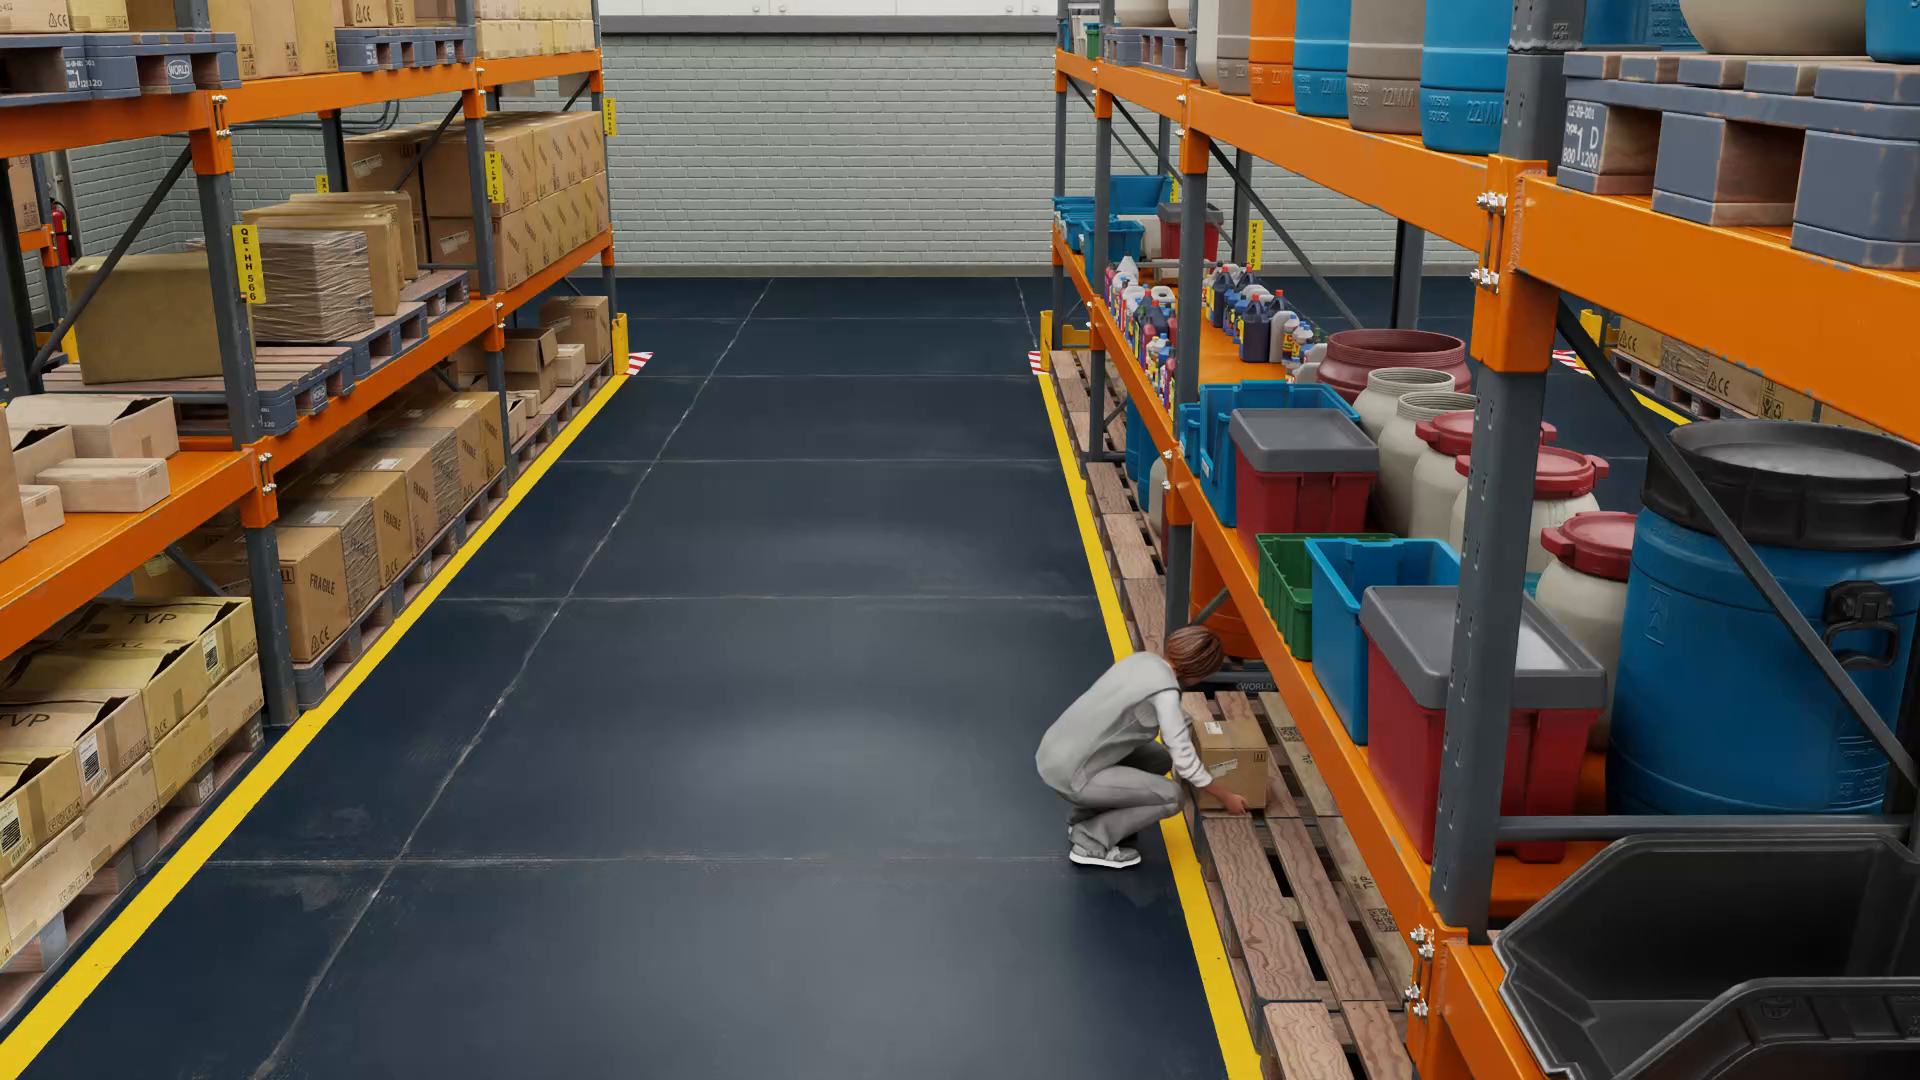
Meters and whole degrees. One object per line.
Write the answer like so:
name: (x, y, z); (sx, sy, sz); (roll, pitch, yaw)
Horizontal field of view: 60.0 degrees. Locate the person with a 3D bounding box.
person: (0.688, 0.776, 6.293); (0.807, 0.887, 0.506); (0, 17, -1)
